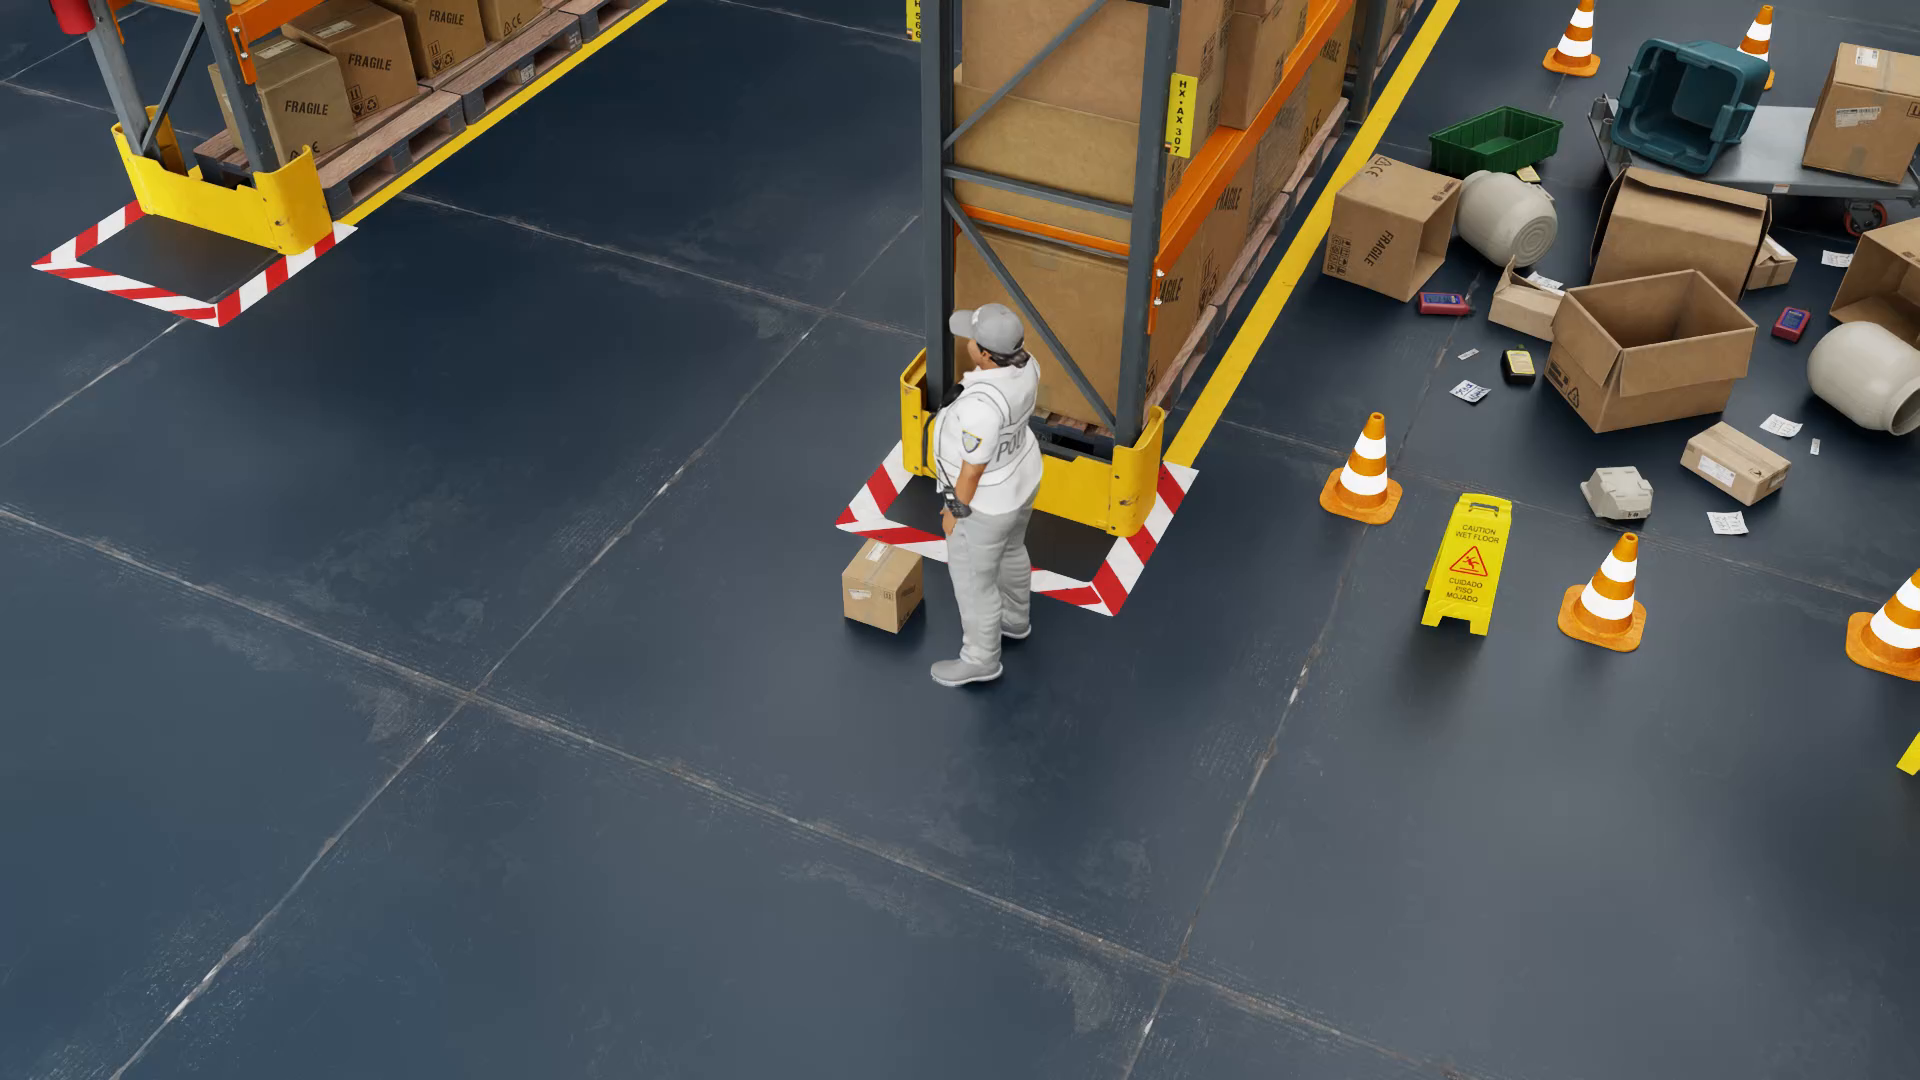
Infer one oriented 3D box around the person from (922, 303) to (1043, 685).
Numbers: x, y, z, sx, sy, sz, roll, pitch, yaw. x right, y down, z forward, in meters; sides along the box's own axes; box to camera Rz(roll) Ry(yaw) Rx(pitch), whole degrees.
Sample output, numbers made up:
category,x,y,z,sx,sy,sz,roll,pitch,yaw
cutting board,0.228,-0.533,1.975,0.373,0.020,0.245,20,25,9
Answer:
category,x,y,z,sx,sy,sz,roll,pitch,yaw
person,0.097,-0.174,6.347,0.382,1.690,0.518,19,45,19
